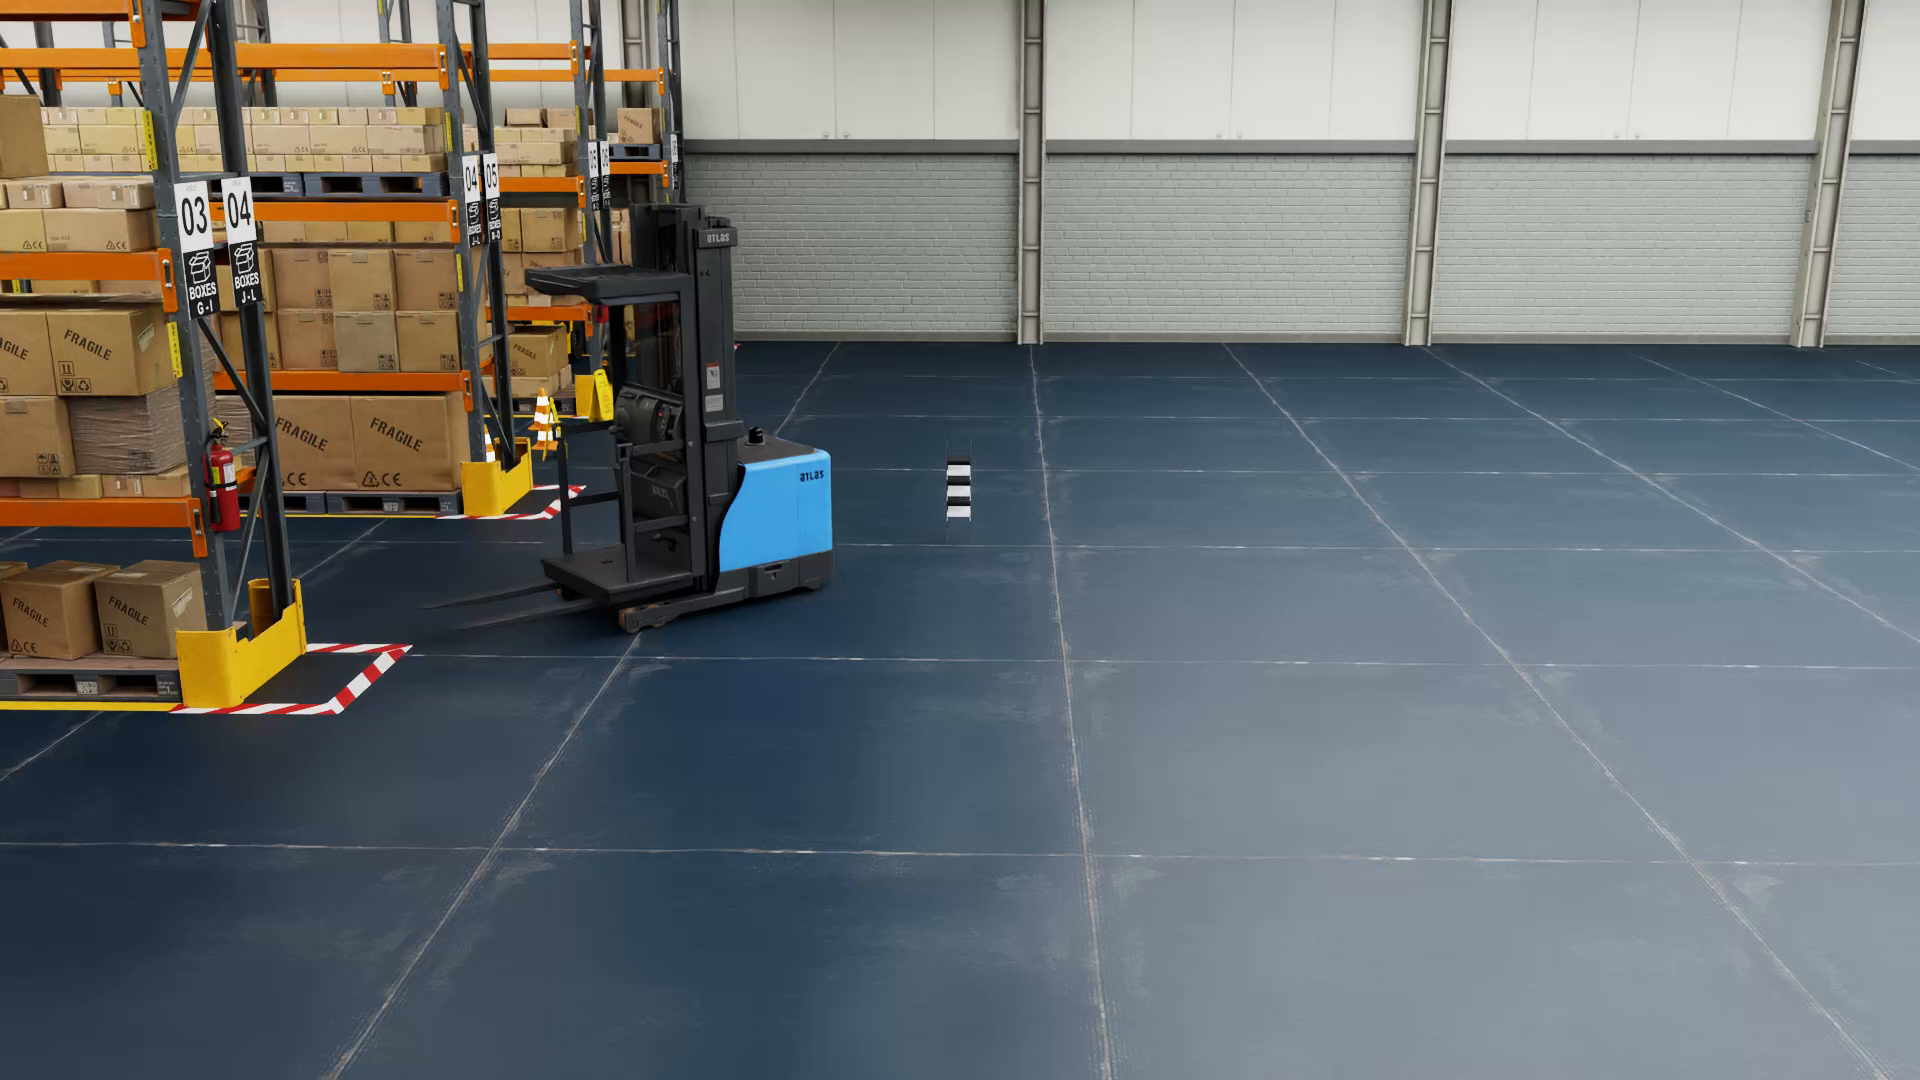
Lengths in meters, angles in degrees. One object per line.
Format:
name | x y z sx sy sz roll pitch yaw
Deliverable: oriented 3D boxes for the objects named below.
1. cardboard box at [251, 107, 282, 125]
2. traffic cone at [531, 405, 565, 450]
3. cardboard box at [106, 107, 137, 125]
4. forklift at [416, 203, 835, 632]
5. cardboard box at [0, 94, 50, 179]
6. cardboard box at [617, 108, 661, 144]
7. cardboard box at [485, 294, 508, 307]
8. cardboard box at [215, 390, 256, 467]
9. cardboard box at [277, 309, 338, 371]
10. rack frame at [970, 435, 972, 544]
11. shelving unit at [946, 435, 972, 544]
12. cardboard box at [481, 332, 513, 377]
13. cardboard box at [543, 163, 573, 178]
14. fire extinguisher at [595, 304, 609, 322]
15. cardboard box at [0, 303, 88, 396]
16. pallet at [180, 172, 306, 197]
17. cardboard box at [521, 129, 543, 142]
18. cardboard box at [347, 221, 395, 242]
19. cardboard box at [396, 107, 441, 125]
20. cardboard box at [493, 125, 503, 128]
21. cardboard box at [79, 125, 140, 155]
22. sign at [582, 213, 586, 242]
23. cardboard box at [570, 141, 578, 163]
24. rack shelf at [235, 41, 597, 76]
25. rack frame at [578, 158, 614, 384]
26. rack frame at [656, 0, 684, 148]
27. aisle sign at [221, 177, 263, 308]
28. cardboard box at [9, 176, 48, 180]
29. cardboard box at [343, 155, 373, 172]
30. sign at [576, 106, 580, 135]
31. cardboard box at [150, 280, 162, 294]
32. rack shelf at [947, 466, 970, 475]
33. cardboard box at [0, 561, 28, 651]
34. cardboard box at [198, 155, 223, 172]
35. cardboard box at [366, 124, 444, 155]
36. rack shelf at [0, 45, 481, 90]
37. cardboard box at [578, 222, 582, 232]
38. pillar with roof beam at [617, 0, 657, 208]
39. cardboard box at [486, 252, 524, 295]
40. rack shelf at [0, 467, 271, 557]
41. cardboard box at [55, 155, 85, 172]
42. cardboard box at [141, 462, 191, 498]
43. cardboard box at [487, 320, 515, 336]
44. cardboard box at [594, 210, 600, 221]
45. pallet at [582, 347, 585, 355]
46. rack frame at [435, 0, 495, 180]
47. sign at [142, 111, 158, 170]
cardboard box | -5.991 -3.705 14.532 0.250 0.149 0.380 0 15 1
traffic cone | -4.500 -1.240 18.132 0.334 0.463 0.336 0 15 1
cardboard box | -7.256 -3.713 14.564 0.250 0.149 0.380 0 15 1
forklift | -2.438 -0.909 12.041 3.031 2.935 1.130 -12 19 -38
cardboard box | -6.079 -2.513 10.347 0.500 0.500 0.500 0 15 1
cardboard box | -4.675 -6.035 24.237 0.500 0.500 0.500 1 15 3
cardboard box | -5.498 -2.879 19.864 0.250 0.149 0.380 1 15 2
cardboard box | -6.845 -0.990 15.553 0.875 0.875 0.875 0 15 2
cardboard box | -5.853 -1.912 15.413 0.550 0.550 0.875 0 15 1
rack frame | 0.094 -0.435 14.223 0.006 0.900 0.240 0 15 1
shelving unit | -0.008 -0.435 14.225 0.210 0.900 0.258 0 15 1
cardboard box | -5.678 -2.255 20.105 0.500 0.500 0.500 1 15 4
cardboard box | -4.713 -4.338 19.514 0.250 0.149 0.380 0 15 2
fire extinguisher | -4.246 -2.922 19.687 0.183 0.674 0.296 0 15 1
cardboard box | -5.658 -1.169 10.150 0.500 0.500 0.500 0 15 1
pallet | -6.339 -3.232 15.003 1.213 0.211 1.003 0 15 1
cardboard box | -4.951 -4.731 19.440 0.250 0.149 0.380 1 15 2
cardboard box | -6.902 -3.702 19.754 0.500 0.500 0.700 0 15 0
cardboard box | -4.720 -3.696 14.500 0.250 0.149 0.380 1 15 2
cardboard box | -6.749 -5.919 24.261 0.258 0.266 0.396 0 15 0
cardboard box | -7.387 -3.536 14.676 0.500 0.250 0.500 0 15 1
sign | -4.383 -3.649 19.402 0.005 0.325 0.100 0 15 1
cardboard box | -4.845 -4.671 19.994 0.500 0.250 0.500 0 15 0
rack shelf | -6.348 -5.642 19.502 4.000 0.370 1.077 0 15 1
rack frame | -4.349 -3.078 20.126 0.127 3.000 1.000 0 15 1
rack frame | -4.226 -7.244 24.159 0.127 3.000 1.000 0 15 1
aisle sign | -4.532 -1.884 10.504 0.004 0.787 0.394 0 15 1
cardboard box | -5.897 -2.201 10.435 0.250 0.149 0.380 0 15 1
cardboard box | -5.224 -3.314 14.615 0.250 0.149 0.380 1 15 2
sign | -4.383 -4.815 19.094 0.005 0.325 0.100 0 15 1
cardboard box | -6.916 -2.412 15.191 0.550 0.550 0.875 0 15 1
rack shelf | -0.008 -0.577 14.188 0.200 0.077 0.258 0 15 1
cardboard box | -6.450 0.443 10.859 0.500 0.500 0.500 2 15 7
cardboard box | -6.497 -3.322 14.645 0.250 0.149 0.380 1 15 2
cardboard box | -4.871 -3.520 14.613 0.500 0.250 0.500 1 15 2
rack shelf | -6.374 -4.187 14.766 4.000 0.370 1.077 0 15 1
cardboard box | -5.609 -4.642 24.587 0.250 0.149 0.380 0 15 0
pillar with roof beam | -5.009 -6.381 20.886 0.400 9.000 9.100 0 15 1
cardboard box | -5.399 -3.208 19.839 0.500 0.500 0.500 0 15 2
rack shelf | -6.601 -0.216 10.688 4.000 0.370 1.077 0 15 1
cardboard box | -7.759 -3.331 14.678 0.250 0.149 0.380 0 15 2
cardboard box | -4.892 -0.378 10.386 0.250 0.149 0.380 0 15 1
cardboard box | -5.525 -2.552 19.957 0.250 0.149 0.380 1 15 3
cardboard box | -5.346 -4.807 24.630 0.250 0.149 0.380 0 15 2
pallet | -6.208 -2.998 25.291 1.213 0.211 1.003 0 15 1
rack frame | -4.374 -4.716 14.573 0.127 3.000 1.000 0 15 1
sign | -4.636 -2.288 9.515 0.005 0.325 0.100 0 15 1
